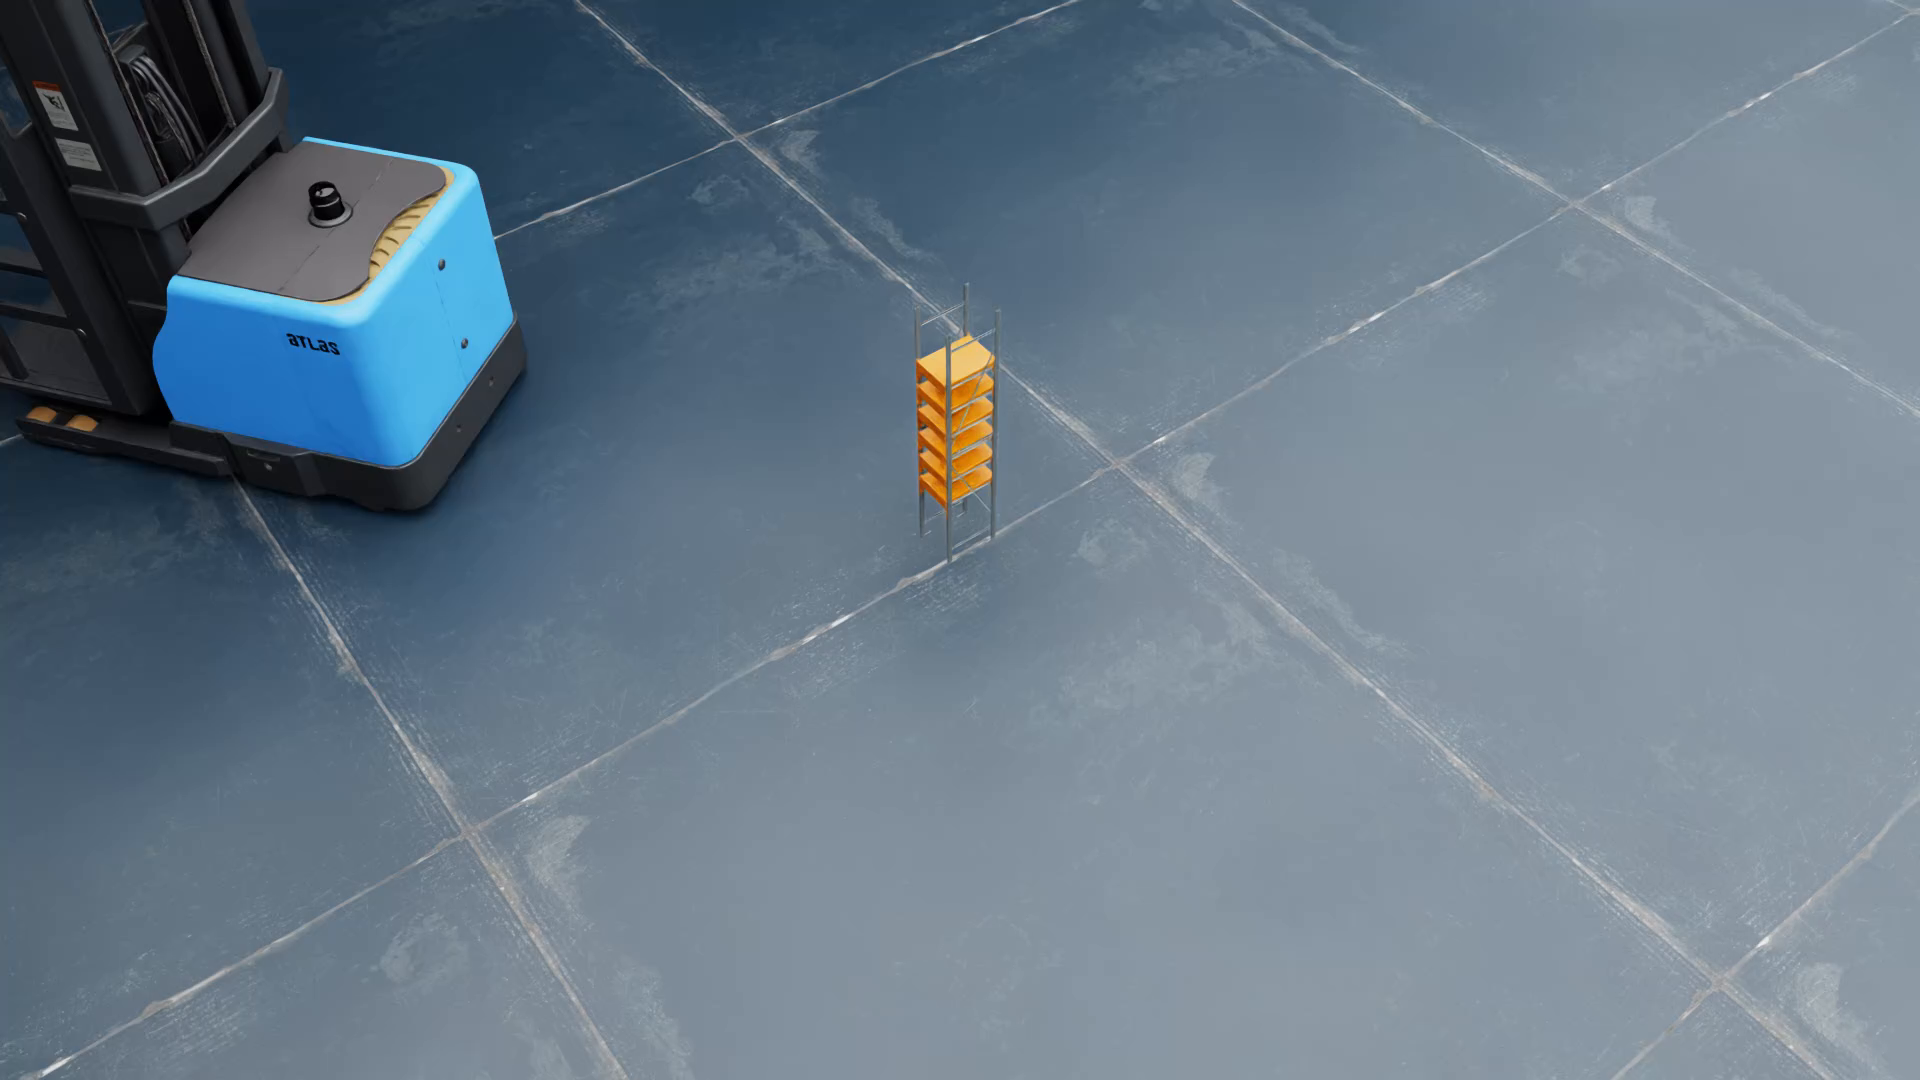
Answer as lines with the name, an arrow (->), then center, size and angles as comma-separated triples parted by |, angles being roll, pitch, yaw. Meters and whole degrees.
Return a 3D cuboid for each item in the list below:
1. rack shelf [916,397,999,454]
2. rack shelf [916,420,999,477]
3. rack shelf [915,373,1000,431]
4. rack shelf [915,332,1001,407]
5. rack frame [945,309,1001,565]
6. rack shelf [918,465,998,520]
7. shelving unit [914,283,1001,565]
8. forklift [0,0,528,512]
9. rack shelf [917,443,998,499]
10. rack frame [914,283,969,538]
rack shelf -> -0.009, -0.462, 6.256 | 0.258, 0.103, 0.180 | -29, 54, -24
rack shelf -> -0.009, -0.382, 6.345 | 0.258, 0.103, 0.180 | -29, 54, -24
rack shelf -> -0.009, -0.543, 6.167 | 0.258, 0.103, 0.180 | -29, 54, -24
rack shelf -> -0.009, -0.623, 6.078 | 0.258, 0.103, 0.180 | -29, 54, -24
rack frame -> 0.047, -0.358, 6.263 | 0.240, 1.200, 0.006 | -29, 54, -24
rack shelf -> -0.009, -0.220, 6.523 | 0.258, 0.103, 0.180 | -29, 54, -24
shelving unit -> -0.009, -0.412, 6.312 | 0.258, 1.200, 0.189 | -29, 54, -24
forklift -> -3.493, -1.718, 6.328 | 3.031, 2.935, 1.130 | 12, 49, 11
rack shelf -> -0.009, -0.301, 6.434 | 0.258, 0.103, 0.180 | -29, 54, -24
rack frame -> -0.064, -0.465, 6.361 | 0.240, 1.200, 0.006 | -29, 54, -24
